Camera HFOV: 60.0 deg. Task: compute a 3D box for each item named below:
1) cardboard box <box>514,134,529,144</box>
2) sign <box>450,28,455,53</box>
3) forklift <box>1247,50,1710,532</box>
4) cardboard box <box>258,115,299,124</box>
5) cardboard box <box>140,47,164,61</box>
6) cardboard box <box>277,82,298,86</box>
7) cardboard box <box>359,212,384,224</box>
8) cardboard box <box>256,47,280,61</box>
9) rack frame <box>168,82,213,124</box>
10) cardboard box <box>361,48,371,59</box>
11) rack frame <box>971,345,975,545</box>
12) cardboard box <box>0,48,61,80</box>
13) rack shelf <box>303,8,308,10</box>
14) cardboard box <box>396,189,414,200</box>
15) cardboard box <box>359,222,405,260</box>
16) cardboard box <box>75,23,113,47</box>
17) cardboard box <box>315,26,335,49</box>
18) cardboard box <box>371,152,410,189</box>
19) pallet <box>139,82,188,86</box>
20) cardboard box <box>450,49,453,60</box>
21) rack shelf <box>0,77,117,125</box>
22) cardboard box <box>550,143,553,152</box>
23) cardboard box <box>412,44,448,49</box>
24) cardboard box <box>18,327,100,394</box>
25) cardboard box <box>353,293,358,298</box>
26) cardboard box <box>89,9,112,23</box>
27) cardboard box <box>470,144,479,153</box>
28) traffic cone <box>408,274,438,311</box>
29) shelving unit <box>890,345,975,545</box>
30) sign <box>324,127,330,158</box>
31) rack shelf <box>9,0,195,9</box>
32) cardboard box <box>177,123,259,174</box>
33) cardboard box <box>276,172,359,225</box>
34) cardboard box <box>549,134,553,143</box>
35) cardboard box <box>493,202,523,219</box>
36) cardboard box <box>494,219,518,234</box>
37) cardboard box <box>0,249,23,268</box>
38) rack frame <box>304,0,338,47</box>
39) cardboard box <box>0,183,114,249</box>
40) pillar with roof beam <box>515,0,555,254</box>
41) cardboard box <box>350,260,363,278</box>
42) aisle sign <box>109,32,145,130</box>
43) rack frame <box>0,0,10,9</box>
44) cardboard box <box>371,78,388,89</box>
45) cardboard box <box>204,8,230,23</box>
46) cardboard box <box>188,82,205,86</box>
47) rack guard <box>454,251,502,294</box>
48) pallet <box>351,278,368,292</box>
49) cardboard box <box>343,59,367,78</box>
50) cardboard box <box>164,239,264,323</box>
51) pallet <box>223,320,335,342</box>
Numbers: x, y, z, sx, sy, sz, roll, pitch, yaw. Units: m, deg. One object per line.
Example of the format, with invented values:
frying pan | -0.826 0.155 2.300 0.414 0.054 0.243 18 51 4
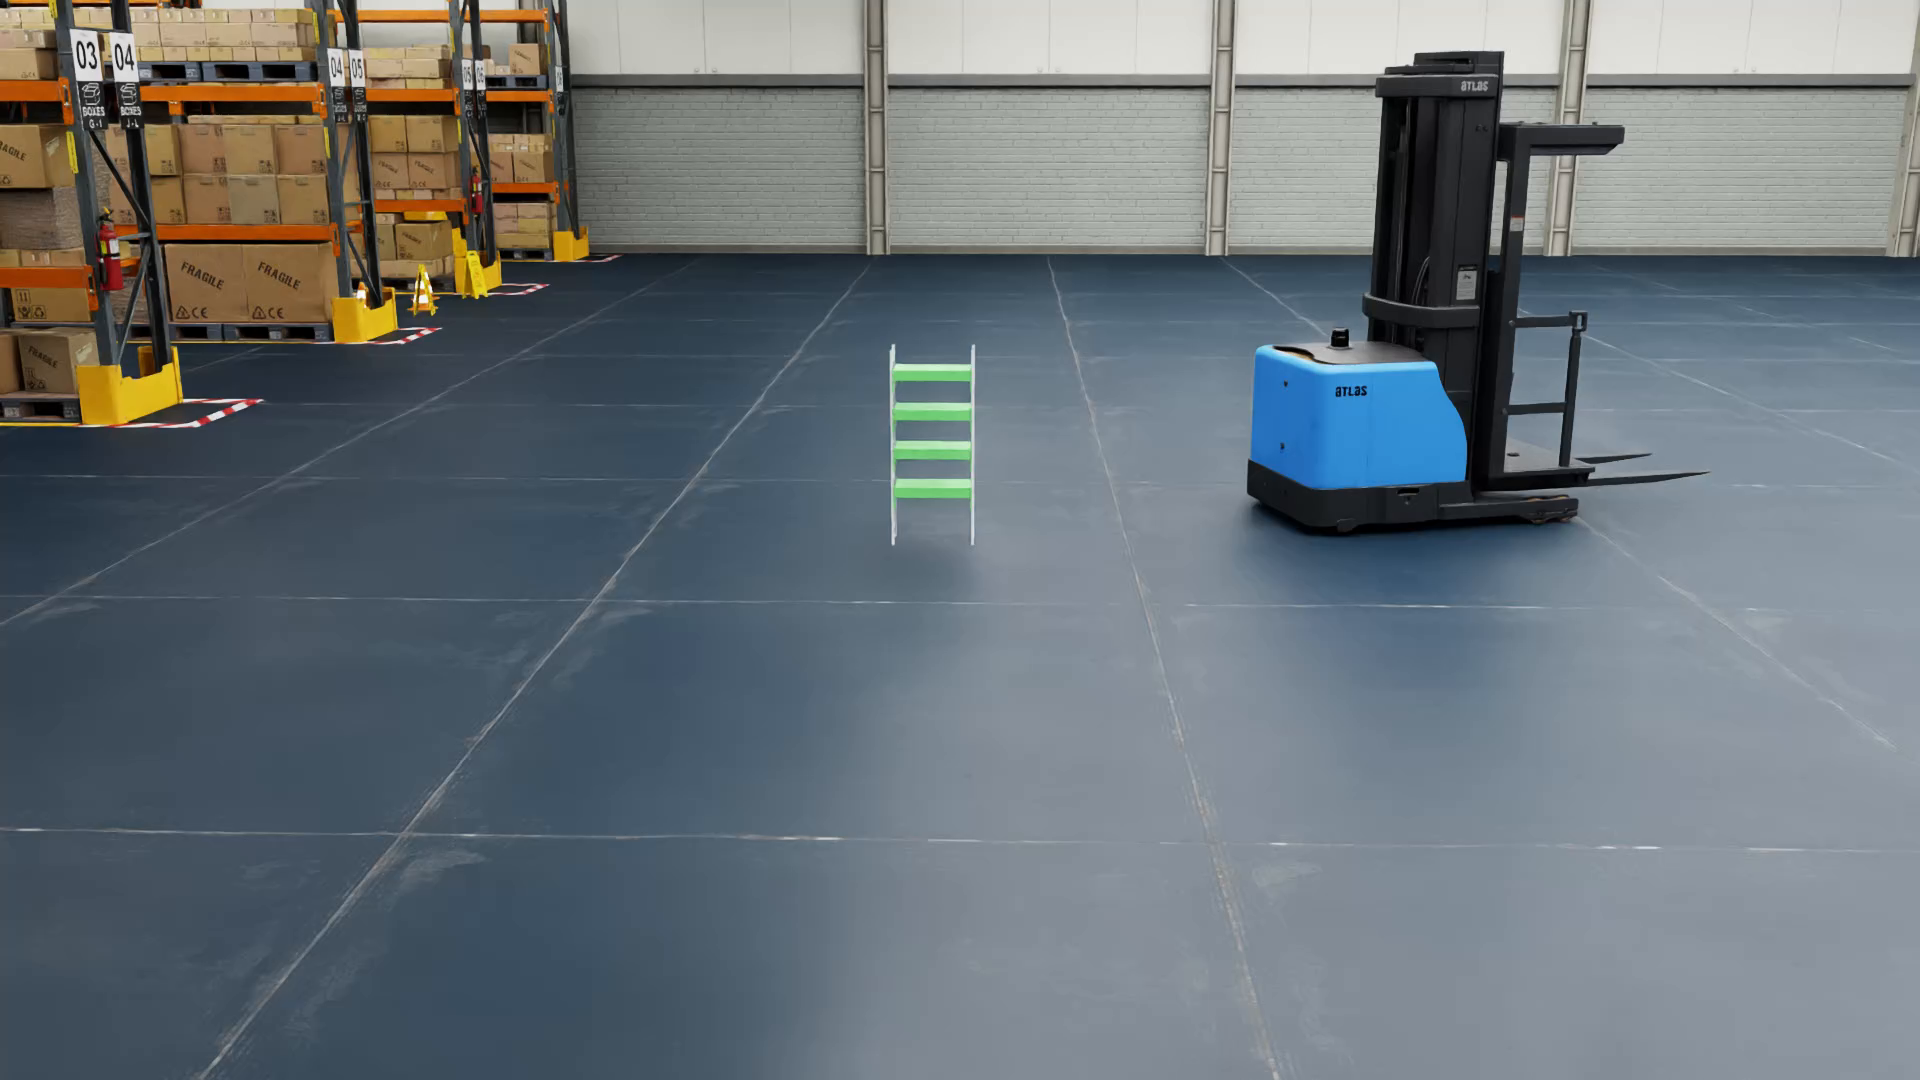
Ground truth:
cardboard box | -7.391 -6.809 28.217 0.250 0.149 0.380 0 15 2
sign | -6.937 -6.832 22.740 0.005 0.325 0.100 0 15 1
forklift | 3.515 -1.649 10.843 3.031 2.935 1.130 -4 15 -14
cardboard box | -9.456 -5.719 23.399 0.500 0.500 0.700 0 15 0
cardboard box | -8.794 -5.338 18.286 0.250 0.149 0.380 1 15 2
cardboard box | -9.310 -6.355 23.158 0.250 0.149 0.380 0 15 0
cardboard box | -8.331 -4.571 23.611 0.250 0.149 0.380 1 15 2
cardboard box | -7.522 -5.330 18.255 0.250 0.149 0.380 0 15 2
rack frame | -10.902 -5.121 23.870 0.127 3.000 1.000 0 15 1
cardboard box | -8.258 -6.763 23.143 0.250 0.149 0.380 0 15 1
rack frame | 0.078 -0.580 10.185 0.015 1.200 0.240 0 15 1
cardboard box | -7.645 -3.884 13.595 0.500 0.250 0.500 1 15 3
rack shelf | -12.778 -8.759 28.095 4.000 0.370 1.077 0 15 1
cardboard box | -7.794 -4.902 23.532 0.250 0.149 0.380 0 15 0
cardboard box | -8.233 -4.272 23.750 0.500 0.500 0.500 1 15 4
cardboard box | -9.437 -5.550 18.309 0.500 0.250 0.500 0 15 1
cardboard box | -7.404 -5.674 18.776 0.500 0.250 0.500 0 15 1
cardboard box | -7.953 -5.225 23.484 0.500 0.500 0.500 0 15 2
pallet | -11.516 -6.512 23.629 1.003 0.211 1.213 0 15 1
cardboard box | -7.253 -6.864 23.525 0.250 0.149 0.380 0 15 1
rack shelf | -9.156 -3.683 13.951 4.000 0.370 1.077 0 15 1
cardboard box | -7.113 -6.791 28.733 0.250 0.149 0.380 0 15 0
cardboard box | -8.834 -8.099 28.056 0.637 0.503 0.797 1 15 3
cardboard box | -7.780 -1.570 14.489 0.500 0.500 0.500 3 15 12
cardboard box | -8.264 -3.210 22.215 0.250 0.149 0.380 9 17 30
cardboard box | -9.300 -5.727 18.196 0.250 0.149 0.380 0 15 1
cardboard box | -8.164 -6.659 28.233 0.250 0.149 0.380 0 15 0
traffic cone | -7.054 -3.257 21.777 0.334 0.463 0.336 0 15 1
shelving unit | -0.165 -0.581 10.191 0.503 1.200 0.258 0 15 1
sign | -6.956 -4.368 18.282 0.005 0.325 0.100 0 15 1
rack shelf | -12.901 -7.494 23.297 4.000 0.370 1.077 0 15 1
cardboard box | -8.407 -4.457 18.943 0.550 0.550 0.875 0 15 1
cardboard box | -7.301 -3.895 18.930 0.550 0.550 0.875 0 15 1
cardboard box | -7.110 -6.923 28.650 0.250 0.149 0.380 0 15 0
cardboard box | -7.759 -5.643 28.456 0.500 0.250 0.500 1 15 2
cardboard box | -7.776 -5.405 28.535 0.500 0.250 0.500 0 15 1
cardboard box | -7.948 -2.386 13.995 0.250 0.149 0.380 0 15 1
rack frame | -10.779 -9.288 27.903 0.127 3.000 1.000 0 15 1
cardboard box | -7.705 -2.770 14.182 0.500 0.500 0.875 0 15 1
pillar with roof beam | -7.563 -8.398 24.531 0.400 9.000 9.100 0 15 1
cardboard box | -8.759 -3.912 23.856 0.500 0.250 0.500 0 15 -1
aisle sign | -7.087 -3.901 14.149 0.004 0.787 0.394 0 15 1
rack frame | -10.927 -6.759 18.317 0.127 3.000 1.000 0 15 1
cardboard box | -8.033 -6.377 23.244 0.250 0.149 0.380 0 15 2
cardboard box | -8.039 -5.718 18.164 0.250 0.149 0.380 1 15 2
cardboard box | -10.593 -6.385 23.272 0.250 0.149 0.380 0 15 1
rack guard | -6.979 -3.887 24.092 0.348 0.500 1.175 0 15 1
pallet | -9.007 -3.770 24.216 1.213 0.211 1.003 0 15 1
cardboard box | -8.443 -6.557 23.144 0.500 0.250 0.500 1 15 3
cardboard box | -8.488 -3.000 19.174 0.875 0.875 0.875 0 15 1
pallet | -7.730 -2.469 19.284 1.213 0.211 1.003 0 15 1
